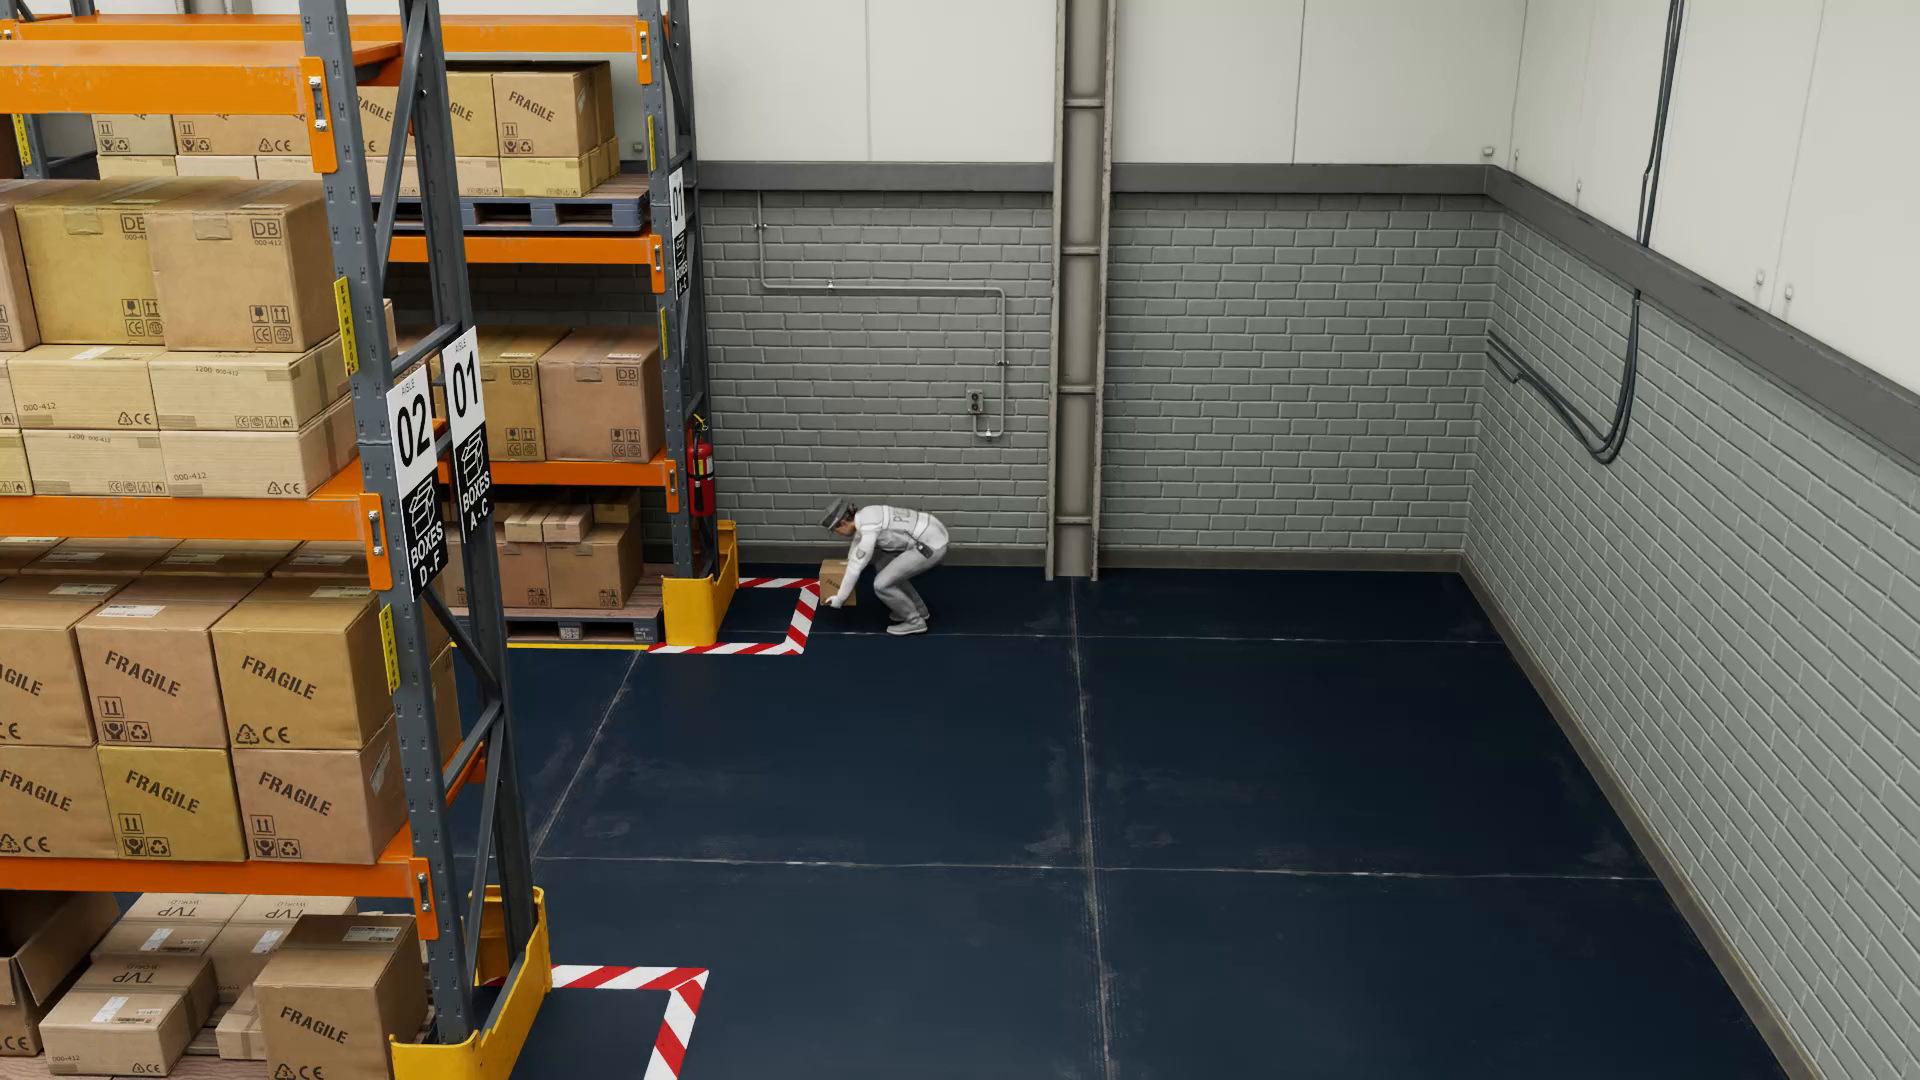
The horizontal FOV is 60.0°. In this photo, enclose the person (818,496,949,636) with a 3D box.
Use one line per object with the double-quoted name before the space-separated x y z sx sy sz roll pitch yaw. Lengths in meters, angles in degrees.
"person" -0.532 0.158 11.637 0.908 0.977 0.468 0 21 0
